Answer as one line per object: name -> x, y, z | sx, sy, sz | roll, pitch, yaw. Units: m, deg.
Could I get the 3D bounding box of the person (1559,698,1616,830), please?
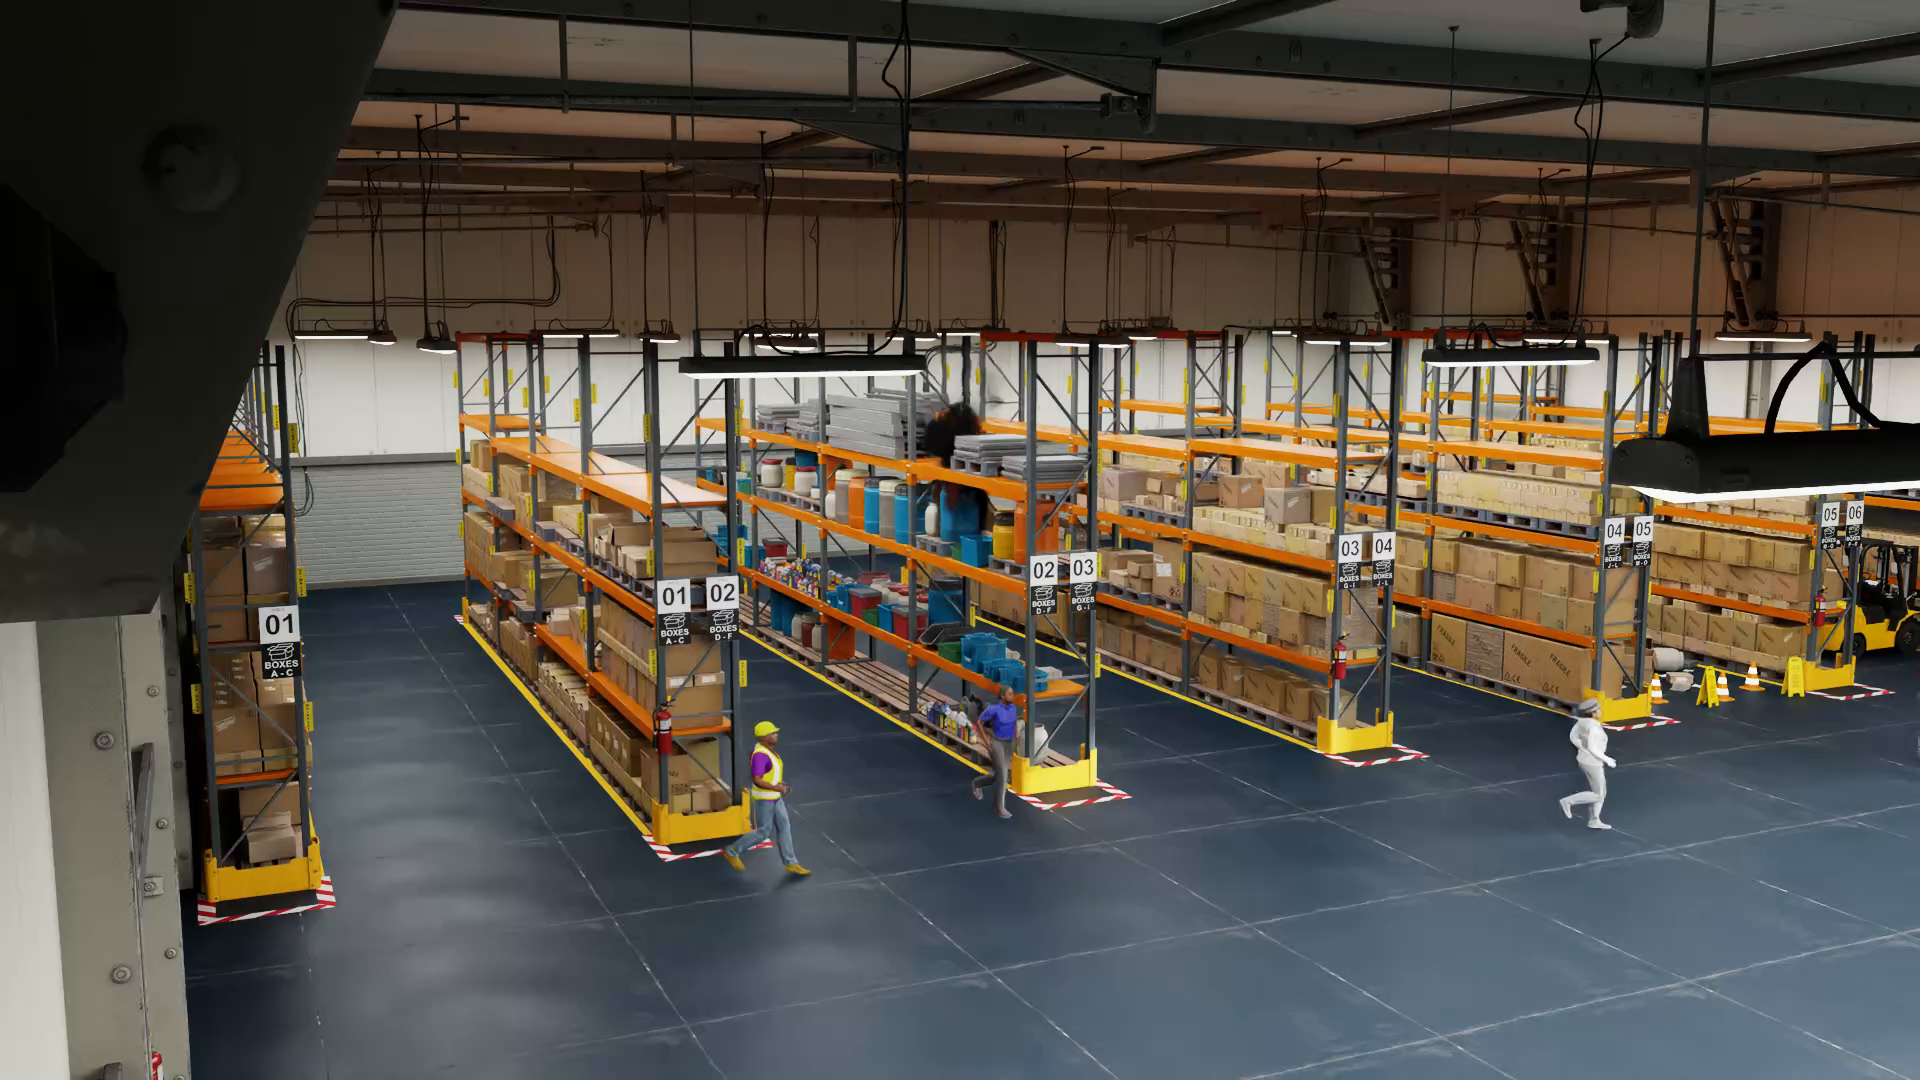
person -> 7.733, 2.765, 20.535 | 0.680, 1.664, 0.623 | 0, 8, 1

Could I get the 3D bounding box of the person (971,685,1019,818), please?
person -> 0.504, 2.673, 21.389 | 0.620, 1.641, 0.800 | -7, 11, -43

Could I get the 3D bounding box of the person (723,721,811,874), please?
person -> -2.179, 2.925, 18.840 | 0.996, 1.764, 0.738 | 1, 8, 4
